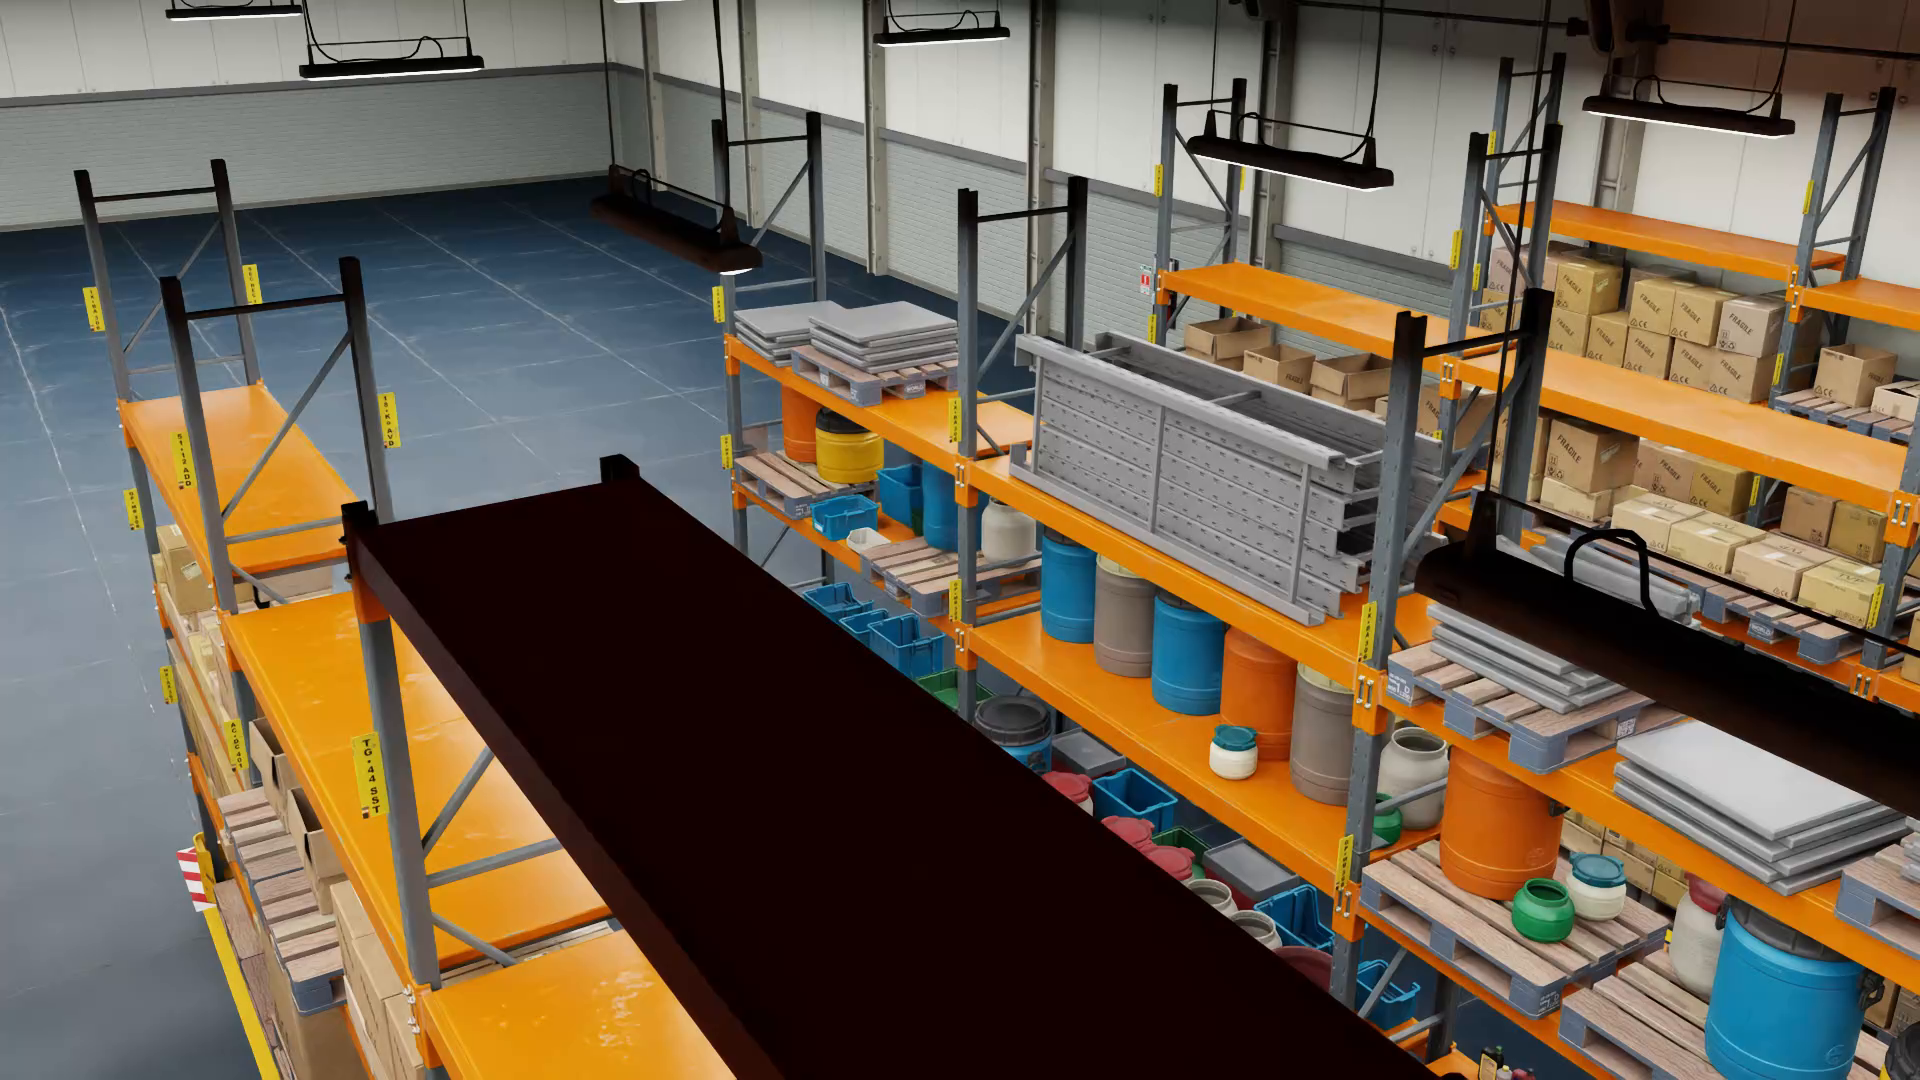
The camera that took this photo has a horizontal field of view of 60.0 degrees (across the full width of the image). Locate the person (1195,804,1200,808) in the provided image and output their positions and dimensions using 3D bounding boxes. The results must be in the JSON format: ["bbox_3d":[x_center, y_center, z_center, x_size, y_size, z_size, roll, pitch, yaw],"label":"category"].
[{"bbox_3d":[2.334,1.656,14.658,0.524,1.566,0.476,-5,23,-13],"label":"person"}]
